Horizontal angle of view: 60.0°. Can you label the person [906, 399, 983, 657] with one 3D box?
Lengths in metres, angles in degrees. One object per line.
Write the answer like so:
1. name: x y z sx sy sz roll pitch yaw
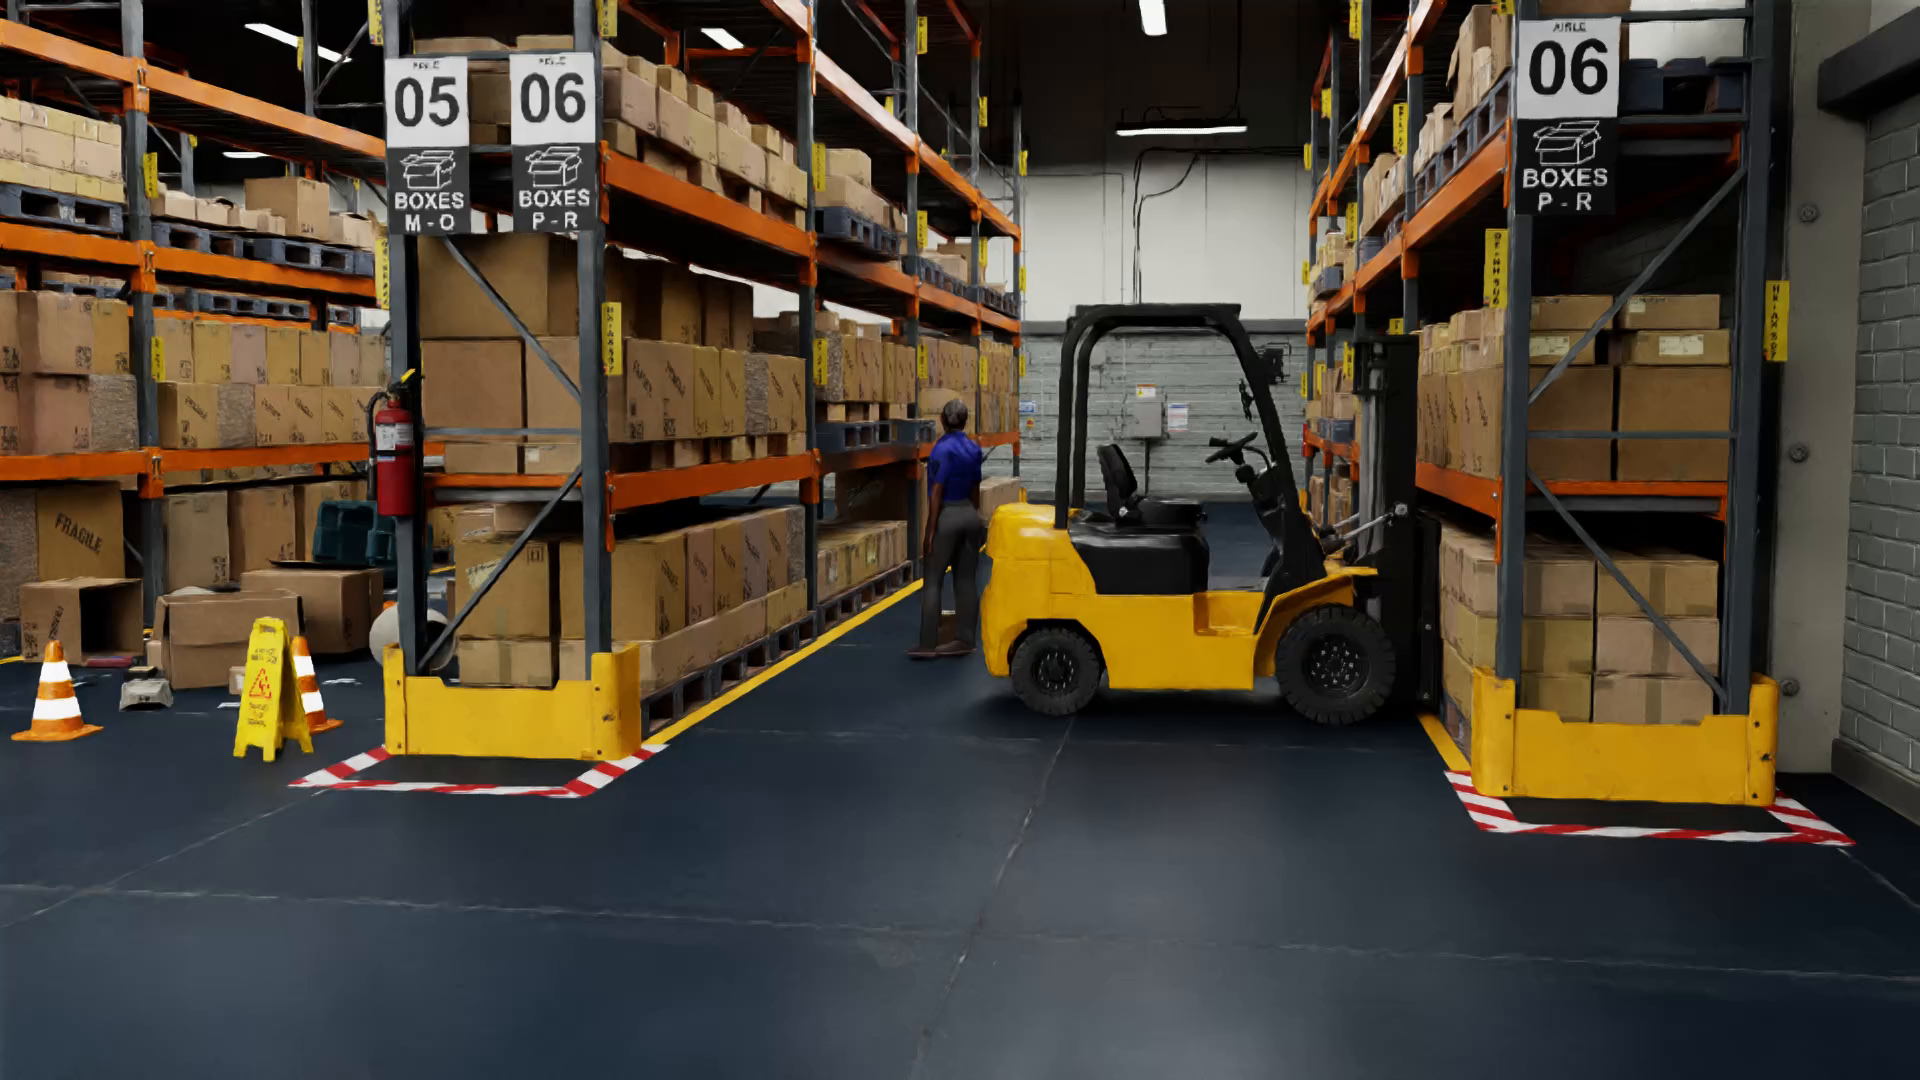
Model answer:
1. person: -0.091 -0.070 10.727 0.486 1.650 0.438 -4 6 -44
